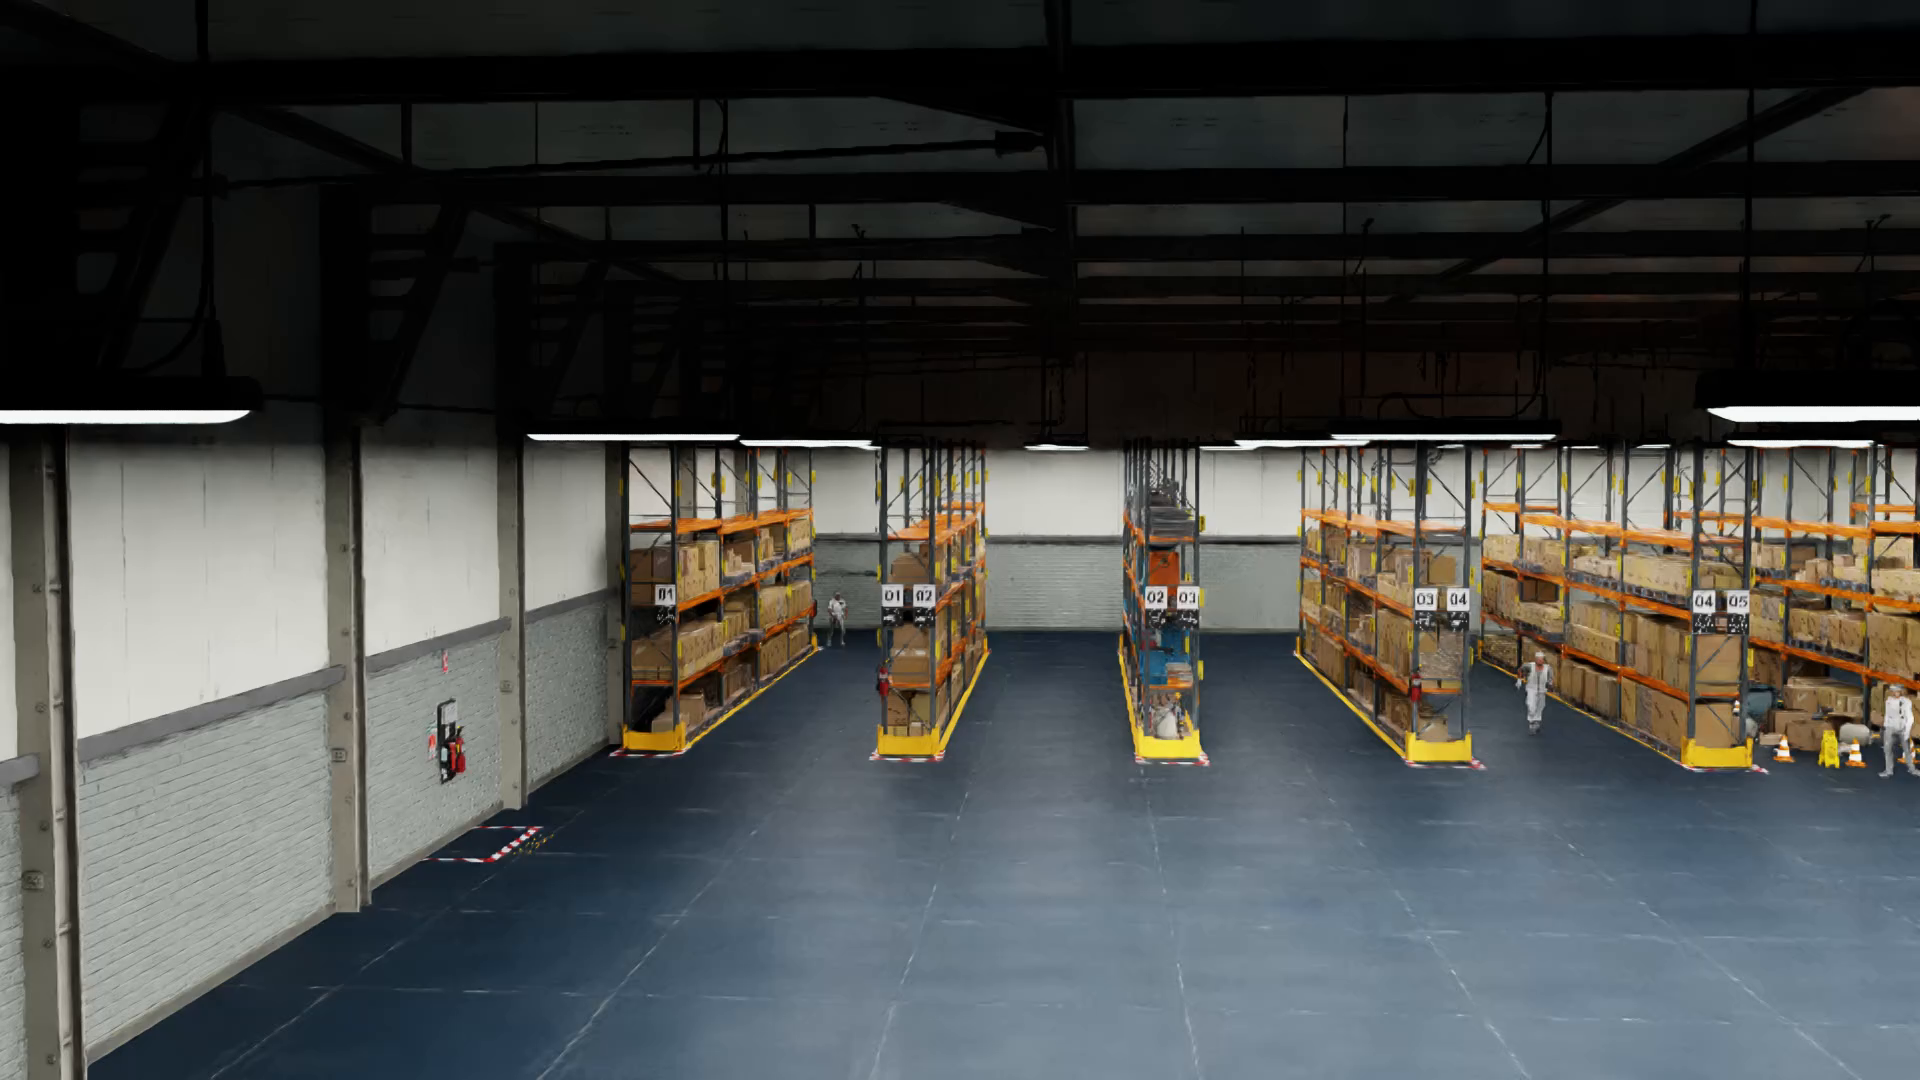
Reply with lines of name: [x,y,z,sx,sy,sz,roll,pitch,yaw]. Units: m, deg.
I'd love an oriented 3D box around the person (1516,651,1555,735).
person: [11.630,3.065,33.551,0.655,1.688,0.949,0,3,1]

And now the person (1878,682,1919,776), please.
person: [16.583,3.330,29.256,0.539,1.667,0.633,-3,4,-40]

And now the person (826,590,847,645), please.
person: [-3.642,2.294,49.078,0.638,1.620,0.622,0,3,-7]
